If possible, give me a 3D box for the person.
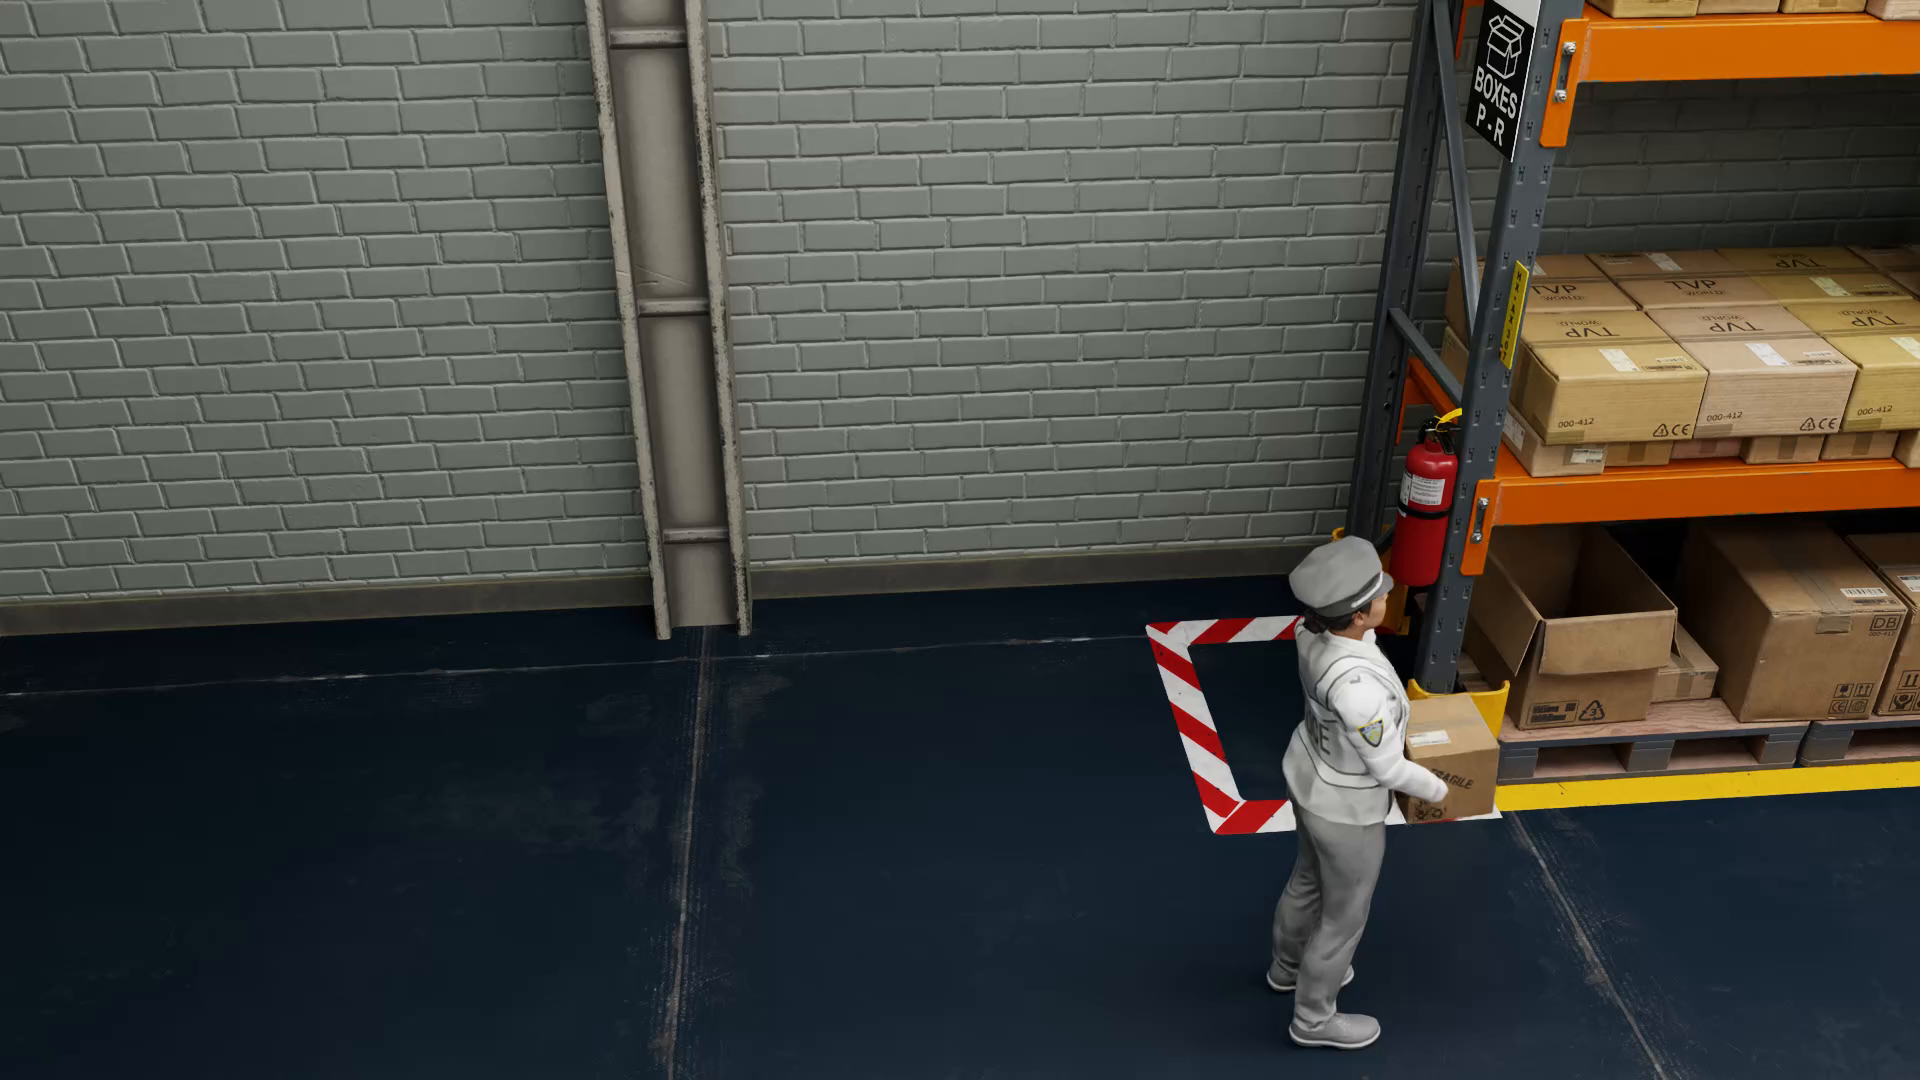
[{"bbox_3d":[13.139,1.145,0.199,23.032,5.869,12.225,-4,32,-7],"label":"person"}]
